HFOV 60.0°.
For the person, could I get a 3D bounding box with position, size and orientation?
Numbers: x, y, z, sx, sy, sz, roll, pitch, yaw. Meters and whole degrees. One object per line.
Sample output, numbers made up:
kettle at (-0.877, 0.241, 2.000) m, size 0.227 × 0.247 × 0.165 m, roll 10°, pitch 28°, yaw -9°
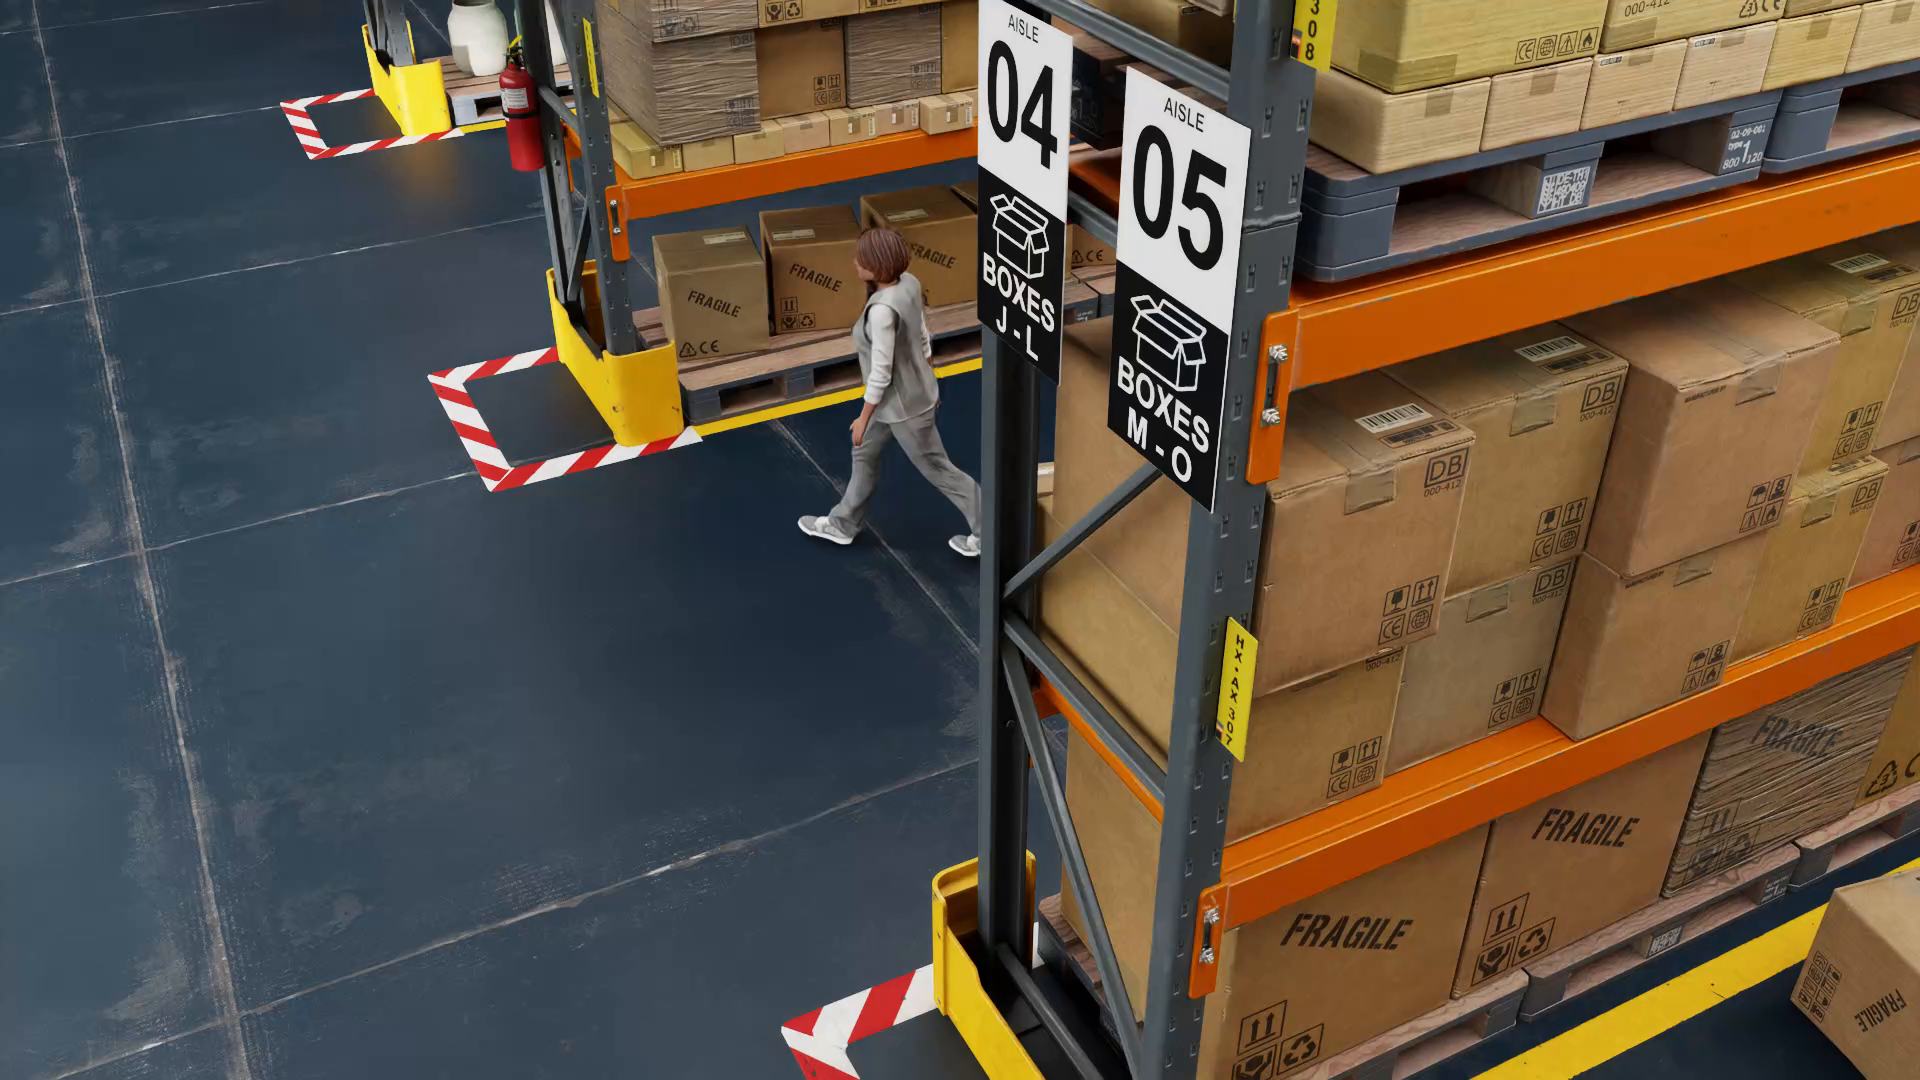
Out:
person at (-0.259, -0.585, 7.052) m, size 0.983 × 1.517 × 0.443 m, roll 3°, pitch 34°, yaw 5°
